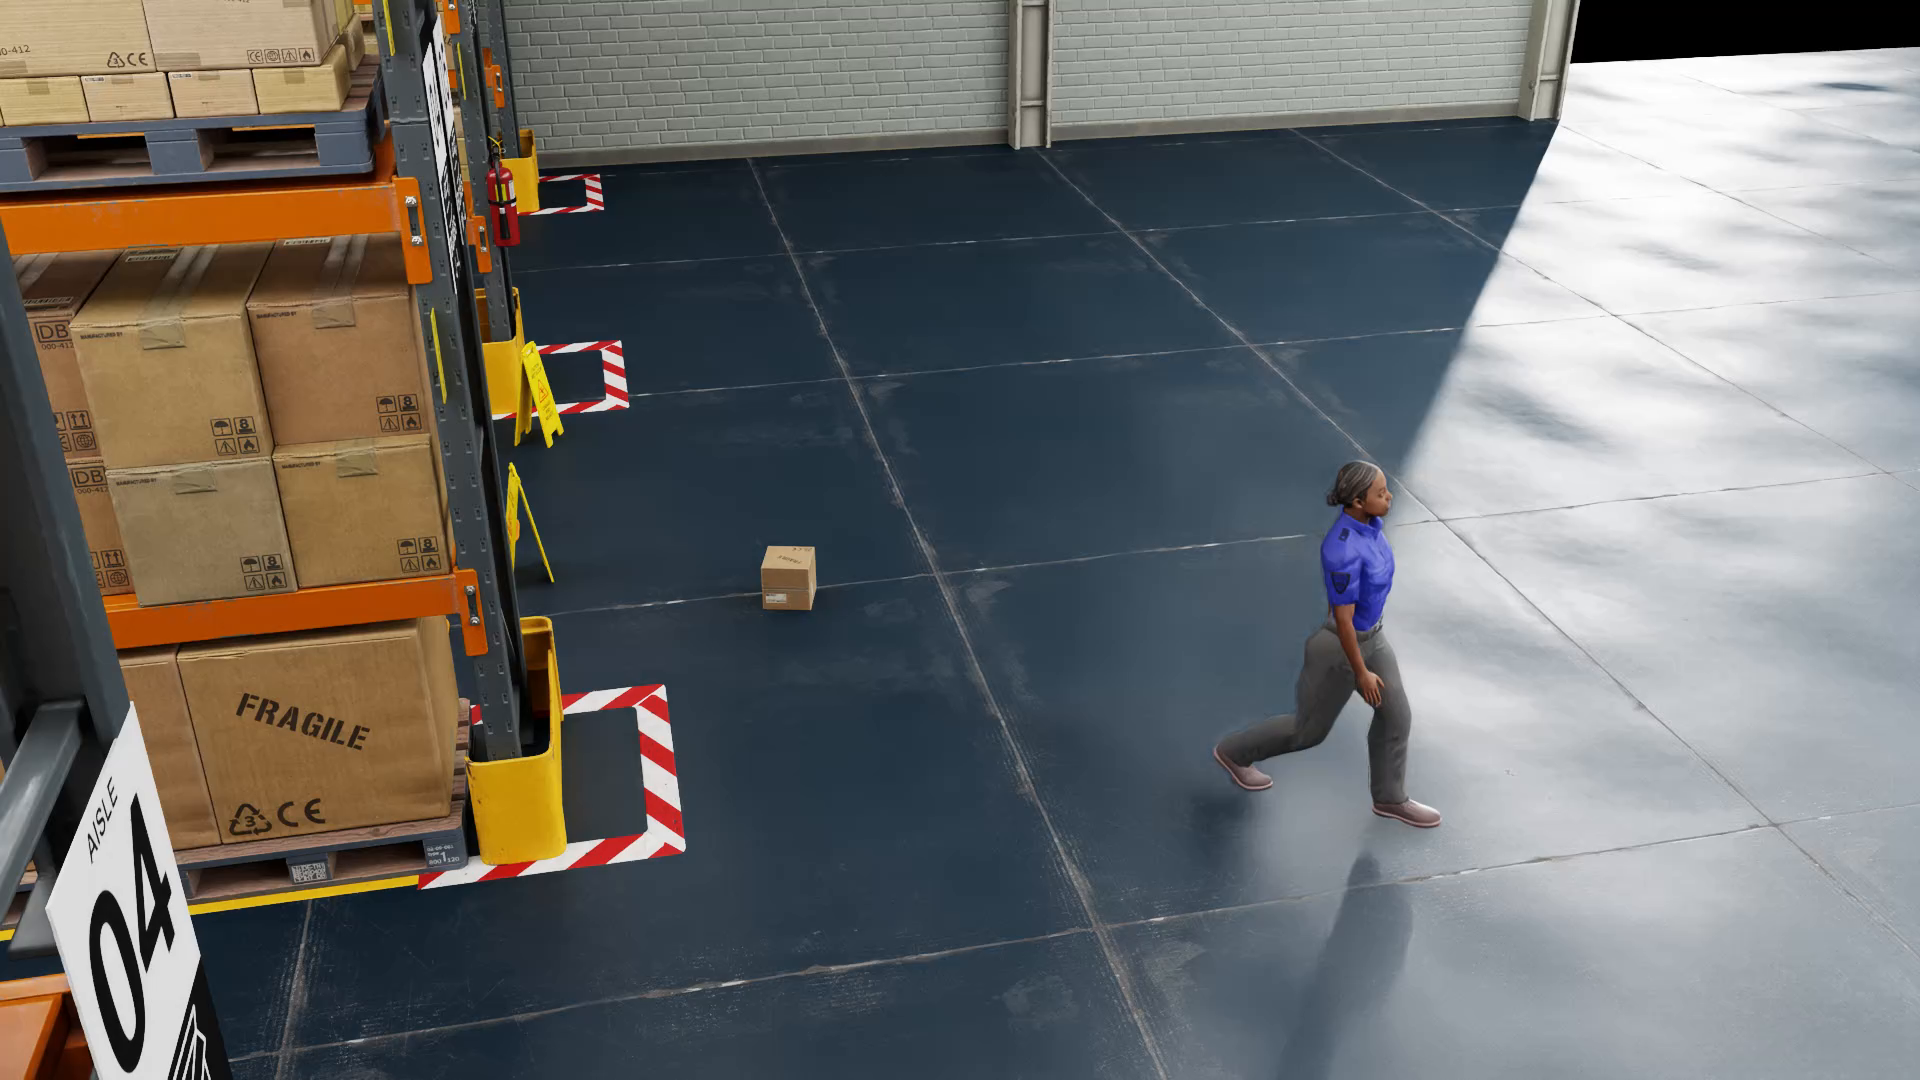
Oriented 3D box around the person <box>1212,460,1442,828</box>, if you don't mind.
[{"bbox_3d":[1.559,0.421,6.779,0.968,1.603,0.441,15,31,27],"label":"person"}]
